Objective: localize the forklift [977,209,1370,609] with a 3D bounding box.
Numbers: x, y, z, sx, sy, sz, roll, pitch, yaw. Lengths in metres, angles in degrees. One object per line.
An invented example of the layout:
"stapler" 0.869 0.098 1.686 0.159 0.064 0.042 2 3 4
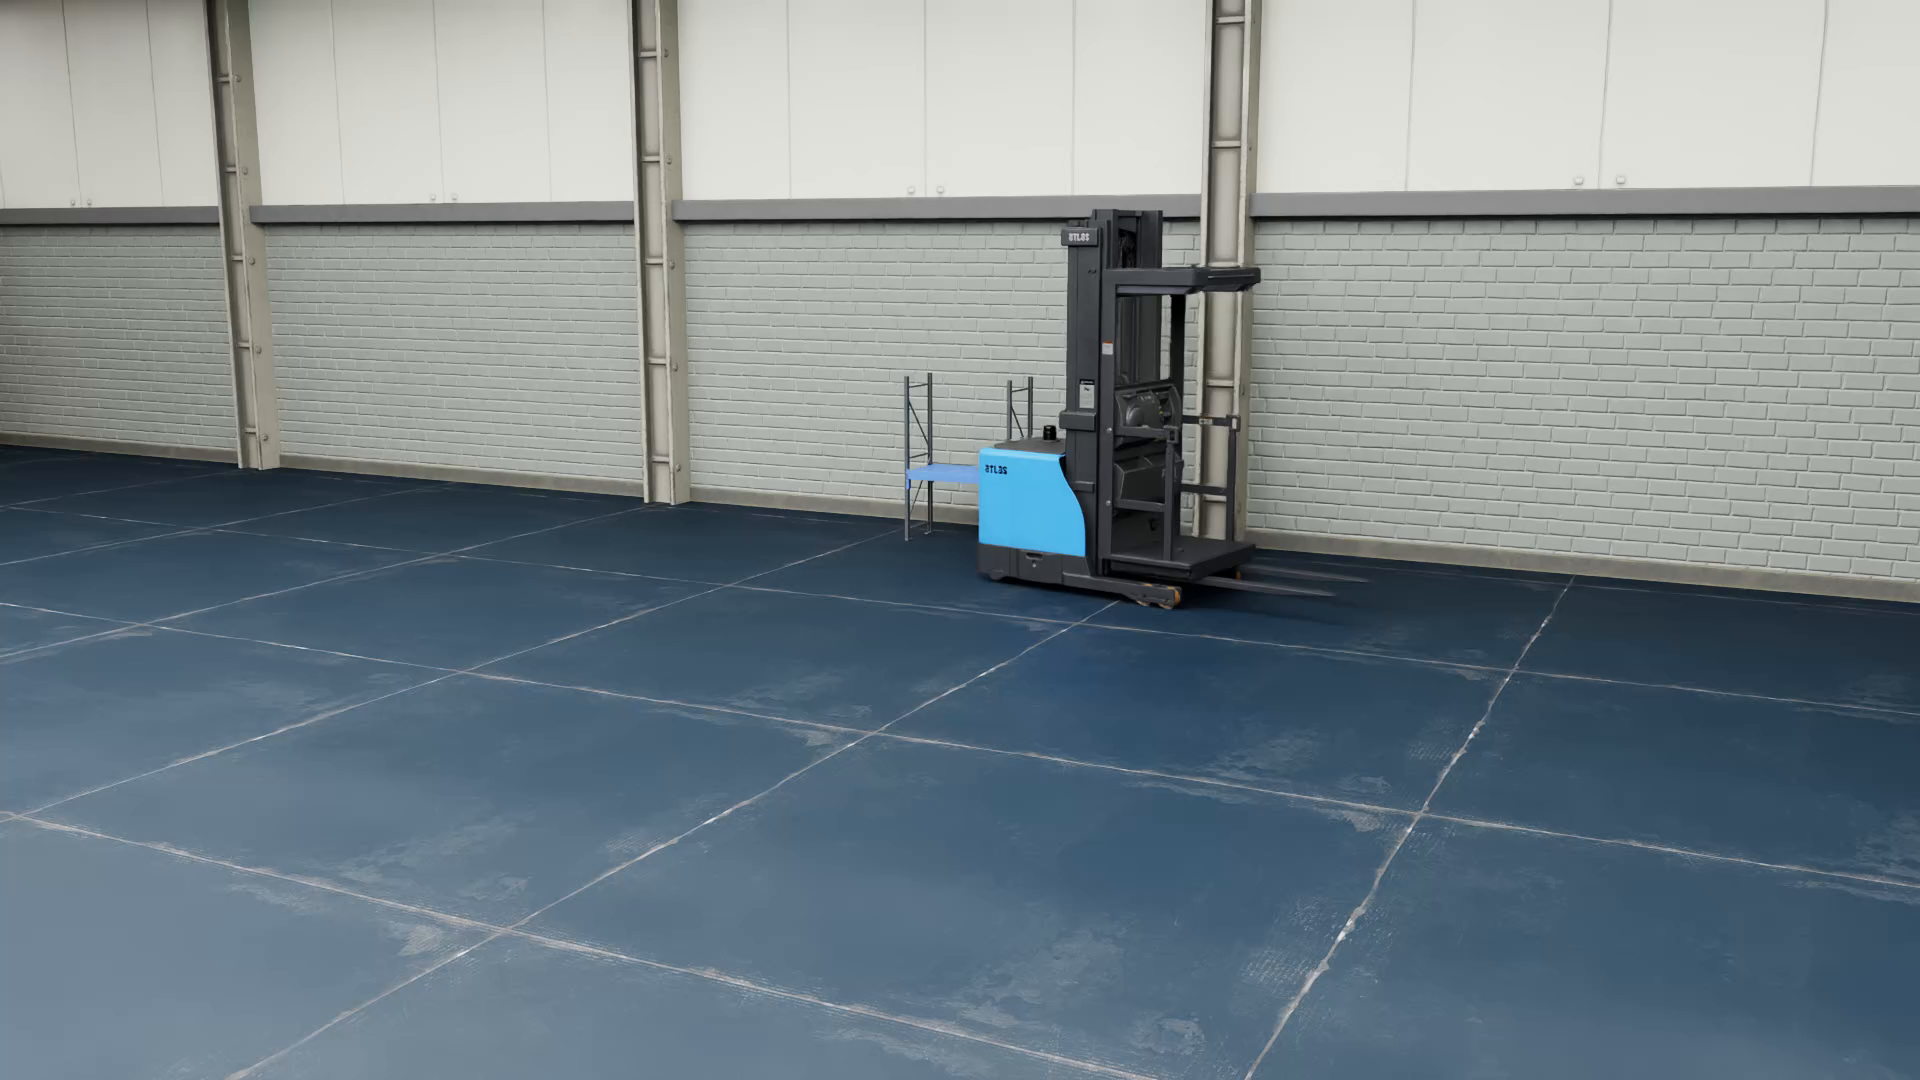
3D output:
"forklift" 1.625 -1.034 12.716 3.031 2.935 1.130 7 13 36

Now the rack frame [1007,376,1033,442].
"rack frame" 0.532 -0.691 14.838 0.032 1.500 0.500 5 11 26

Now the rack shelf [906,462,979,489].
"rack shelf" 0.076 -0.554 15.092 1.000 0.185 0.538 5 11 26

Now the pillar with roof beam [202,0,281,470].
"pillar with roof beam" -10.354 -4.619 15.482 0.400 9.000 9.100 5 11 26

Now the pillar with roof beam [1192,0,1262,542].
"pillar with roof beam" 0.407 -3.673 10.257 0.400 9.000 9.100 5 11 26

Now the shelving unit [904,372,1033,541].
"shelving unit" 0.076 -0.731 15.059 1.048 1.500 0.538 5 11 26

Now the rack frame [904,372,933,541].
"rack frame" -0.379 -0.771 15.281 0.032 1.500 0.500 5 11 26

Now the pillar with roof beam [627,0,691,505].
"pillar with roof beam" -4.974 -4.146 12.869 0.400 9.000 9.100 5 11 26
